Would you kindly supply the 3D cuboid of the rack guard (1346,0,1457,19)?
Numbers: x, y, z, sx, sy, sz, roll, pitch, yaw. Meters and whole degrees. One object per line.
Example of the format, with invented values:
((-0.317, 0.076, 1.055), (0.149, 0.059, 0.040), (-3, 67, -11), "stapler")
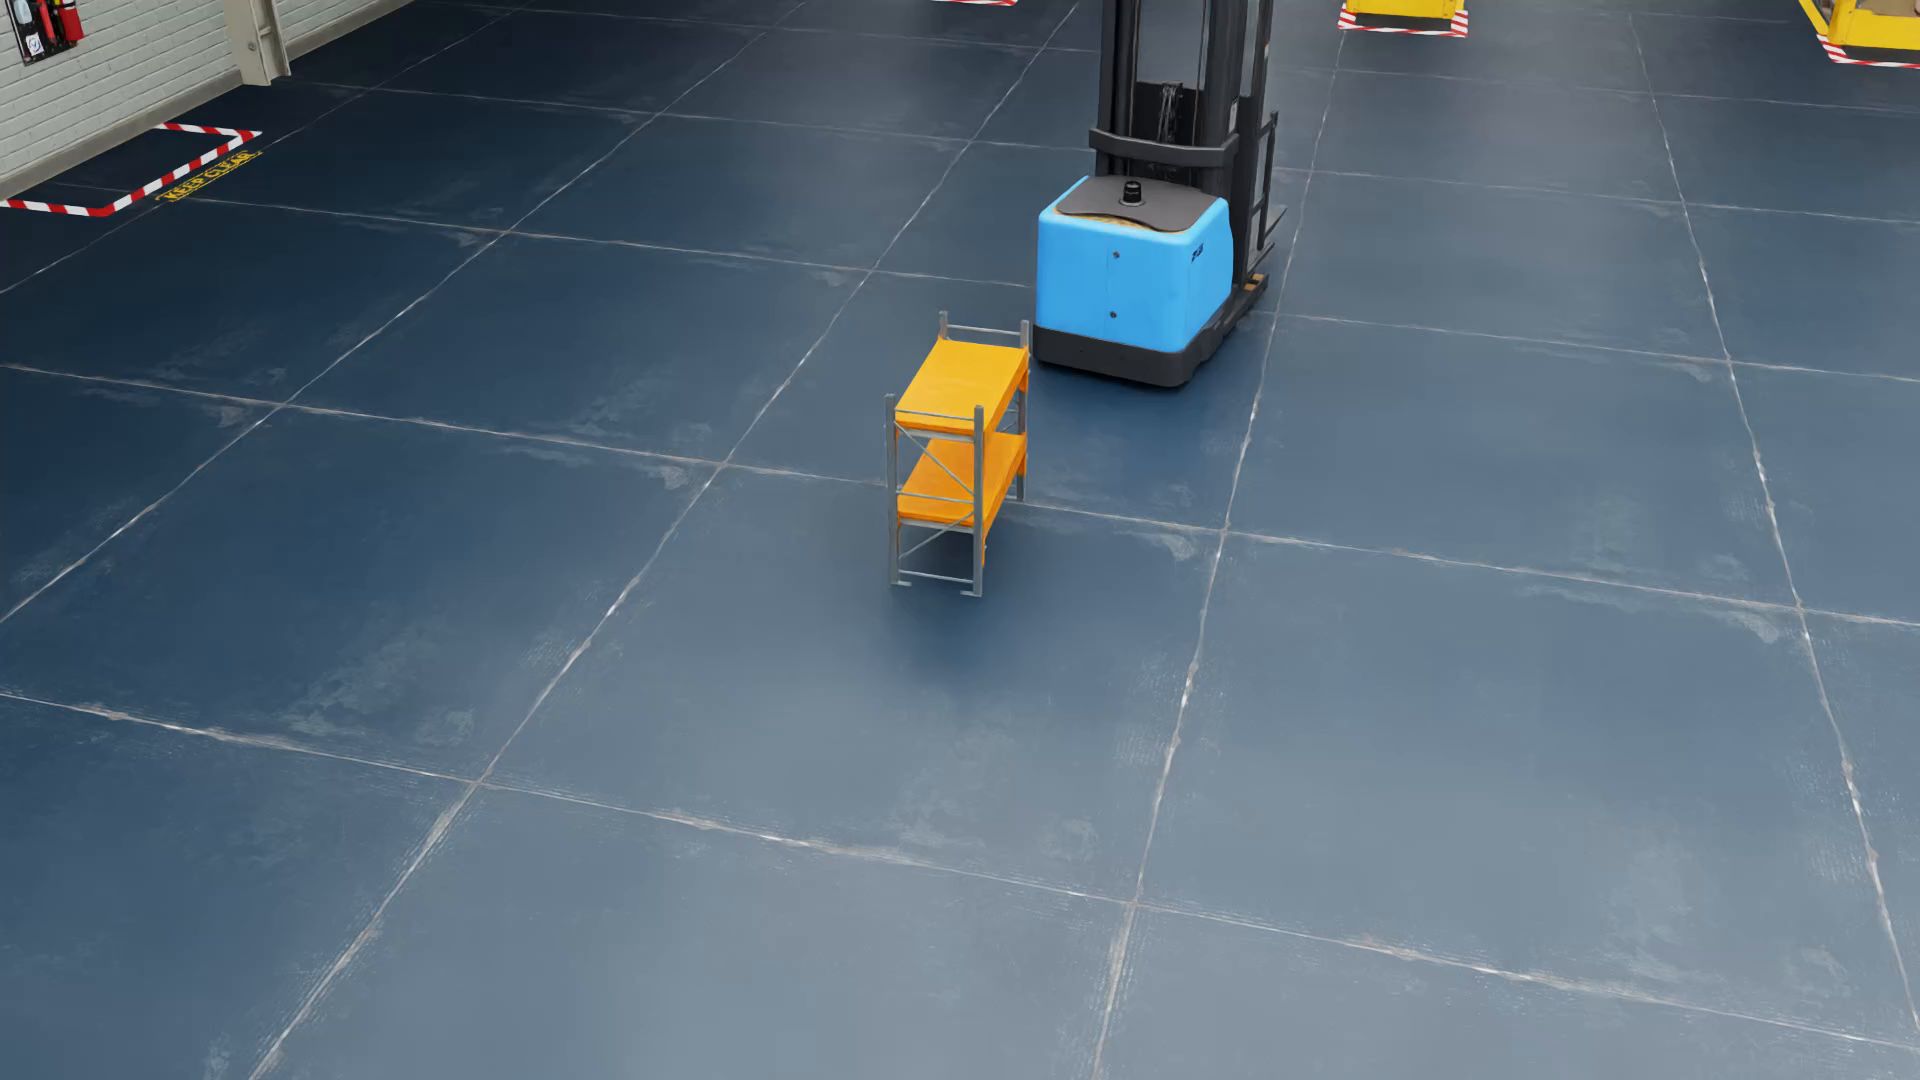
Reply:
((4.893, -6.090, 18.364), (1.175, 0.500, 0.348), (8, 33, 12), "rack guard")

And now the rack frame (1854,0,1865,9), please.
((9.710, -6.425, 16.561), (1.000, 3.000, 0.127), (8, 33, 12), "rack frame")

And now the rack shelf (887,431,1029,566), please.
((0.002, -0.272, 9.085), (0.538, 0.278, 1.000), (8, 33, 12), "rack shelf")

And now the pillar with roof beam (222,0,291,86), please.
((-2.681, -7.761, 13.071), (9.100, 9.000, 0.400), (8, 33, 12), "pillar with roof beam")

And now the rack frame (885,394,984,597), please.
((-0.127, -0.214, 8.539), (0.500, 1.125, 0.032), (8, 33, 12), "rack frame")

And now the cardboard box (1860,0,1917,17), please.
((9.884, -5.869, 17.625), (0.500, 0.500, 0.500), (14, 35, 21), "cardboard box")

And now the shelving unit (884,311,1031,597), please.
((0.002, -0.478, 8.954), (0.538, 1.125, 1.048), (8, 33, 12), "shelving unit")

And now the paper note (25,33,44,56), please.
((-7.621, -4.084, 13.700), (0.016, 0.148, 0.142), (8, 33, 12), "paper note")

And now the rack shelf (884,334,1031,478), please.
((0.002, -0.725, 8.797), (0.538, 0.278, 1.000), (8, 33, 12), "rack shelf")

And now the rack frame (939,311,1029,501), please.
((0.131, -0.742, 9.369), (0.500, 1.125, 0.032), (8, 33, 12), "rack frame")

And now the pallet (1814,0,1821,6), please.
((10.281, -6.336, 19.019), (1.003, 0.211, 1.213), (8, 33, 12), "pallet")

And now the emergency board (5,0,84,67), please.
((-7.510, -4.538, 13.593), (0.194, 1.169, 0.643), (8, 33, 12), "emergency board")

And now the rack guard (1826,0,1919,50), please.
((9.729, -5.410, 17.293), (1.175, 0.500, 0.348), (8, 33, 12), "rack guard")

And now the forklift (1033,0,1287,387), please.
((1.577, -2.991, 11.223), (1.130, 2.935, 3.031), (15, 35, 22), "forklift")

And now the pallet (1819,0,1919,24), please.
((9.969, -5.704, 18.026), (1.003, 0.211, 1.213), (8, 33, 12), "pallet")
